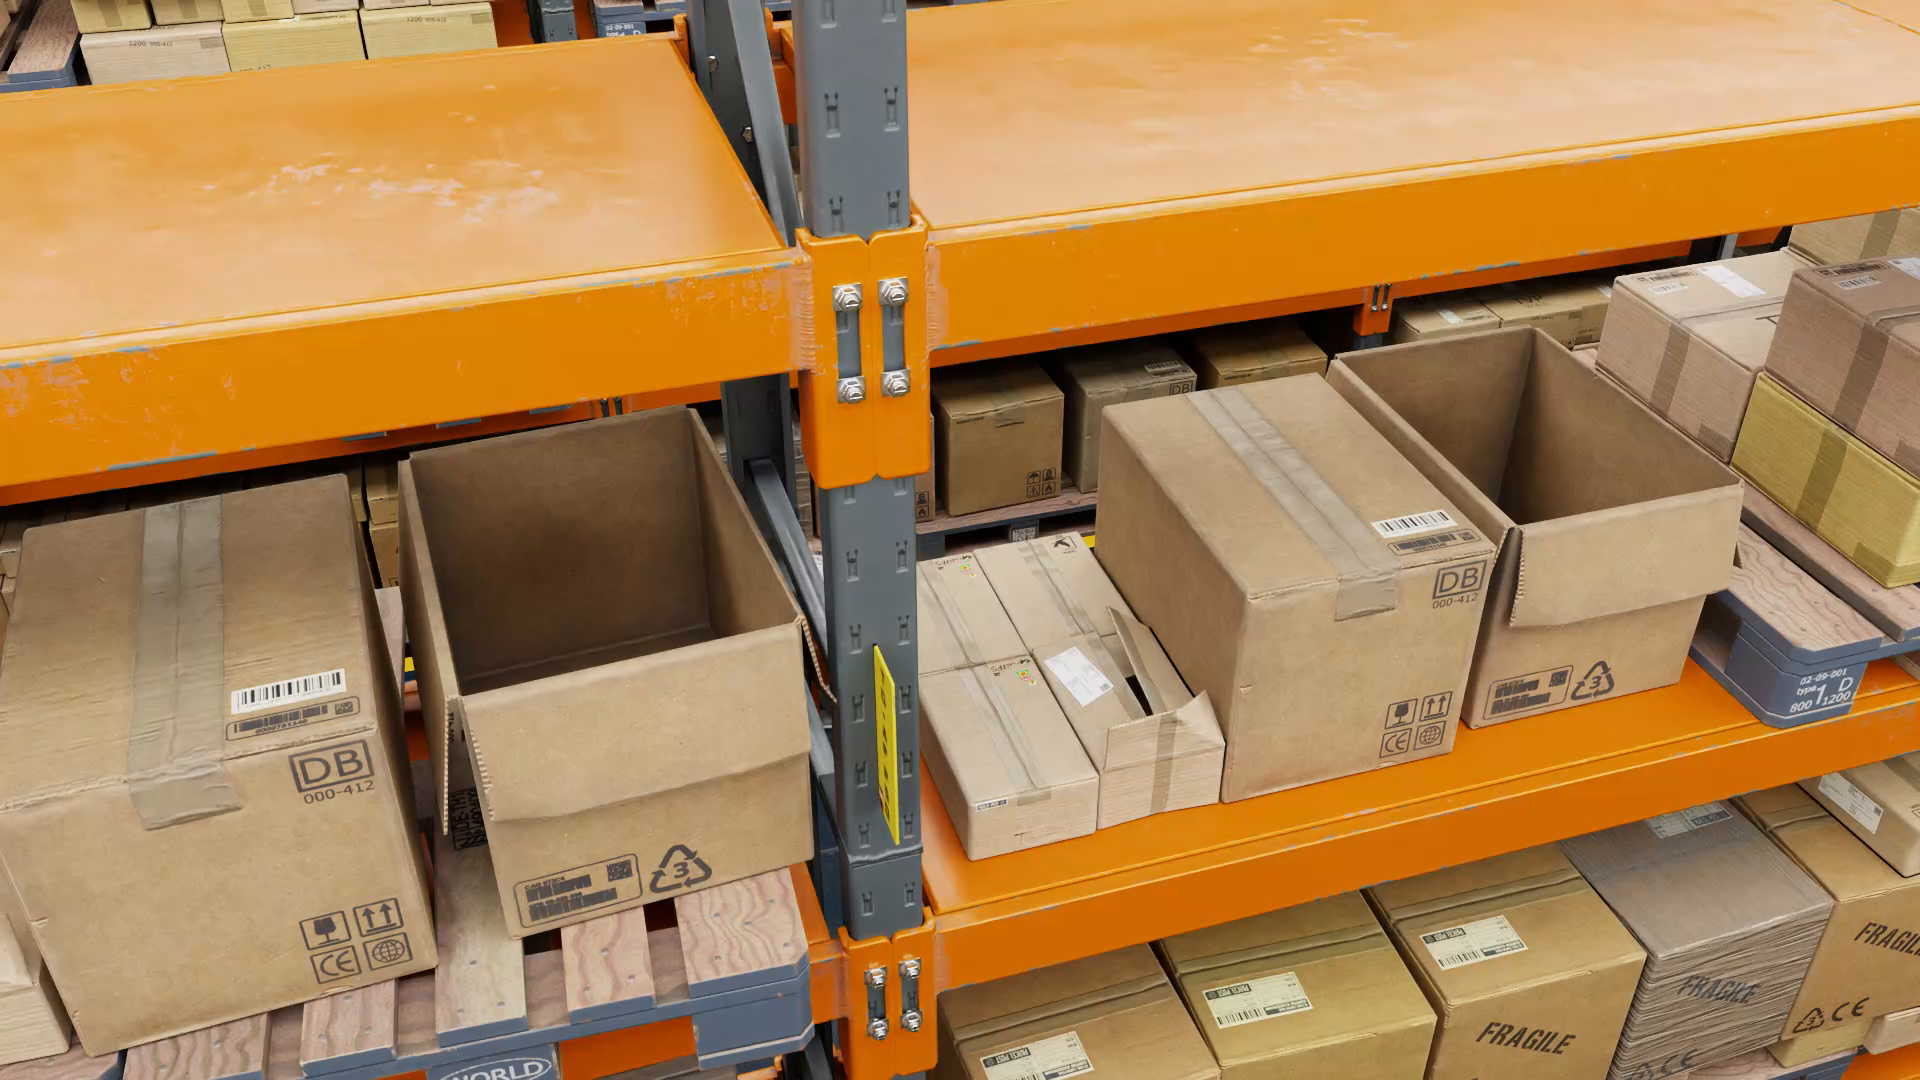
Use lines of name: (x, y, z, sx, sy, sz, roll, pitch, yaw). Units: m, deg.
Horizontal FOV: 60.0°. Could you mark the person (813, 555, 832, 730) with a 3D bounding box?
person: (-0.694, 0.401, 7.512, 0.858, 0.892, 0.524, -10, 35, -15)
